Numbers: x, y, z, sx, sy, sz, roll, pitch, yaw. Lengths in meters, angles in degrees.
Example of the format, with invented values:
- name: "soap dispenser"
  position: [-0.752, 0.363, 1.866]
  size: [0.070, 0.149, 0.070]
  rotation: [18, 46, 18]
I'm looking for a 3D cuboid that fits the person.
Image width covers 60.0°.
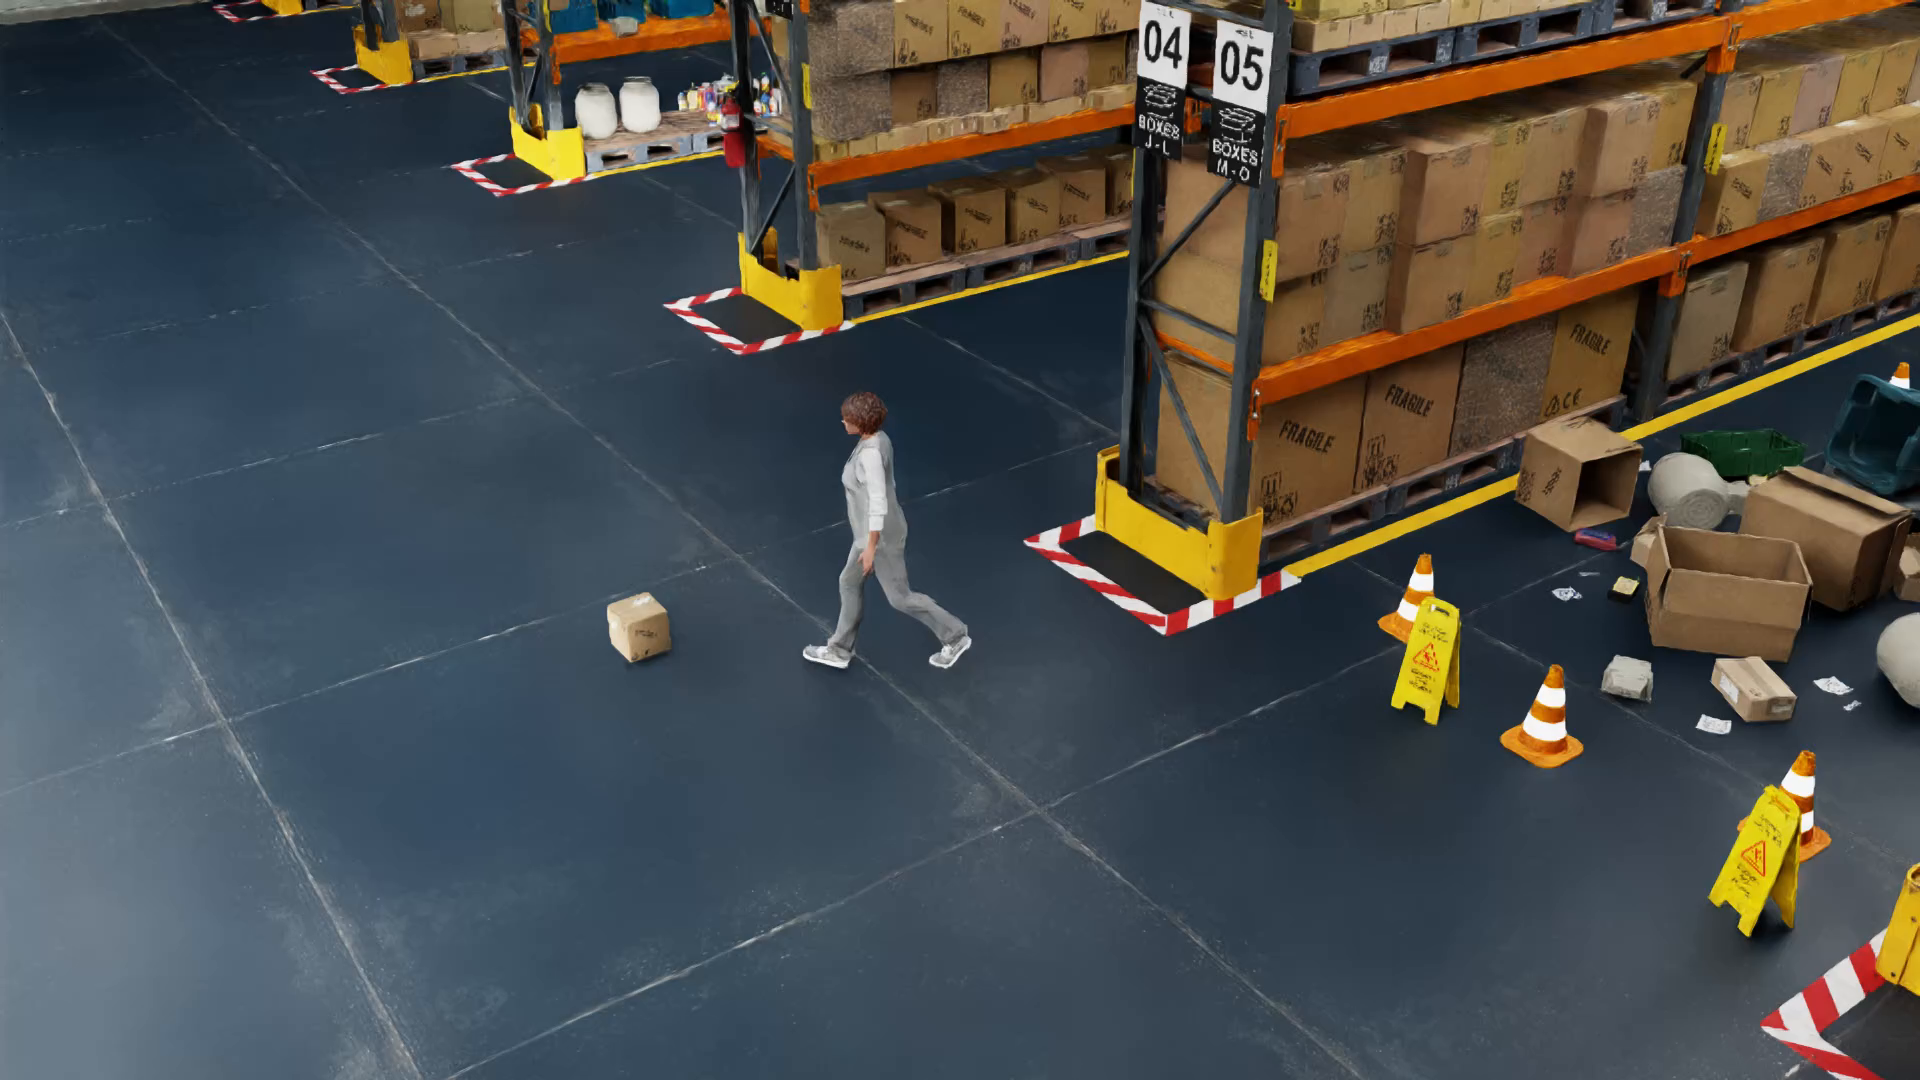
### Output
- name: "person"
  position: [-0.398, -0.019, 8.686]
  size: [0.920, 1.541, 0.504]
  rotation: [1, 29, 3]
